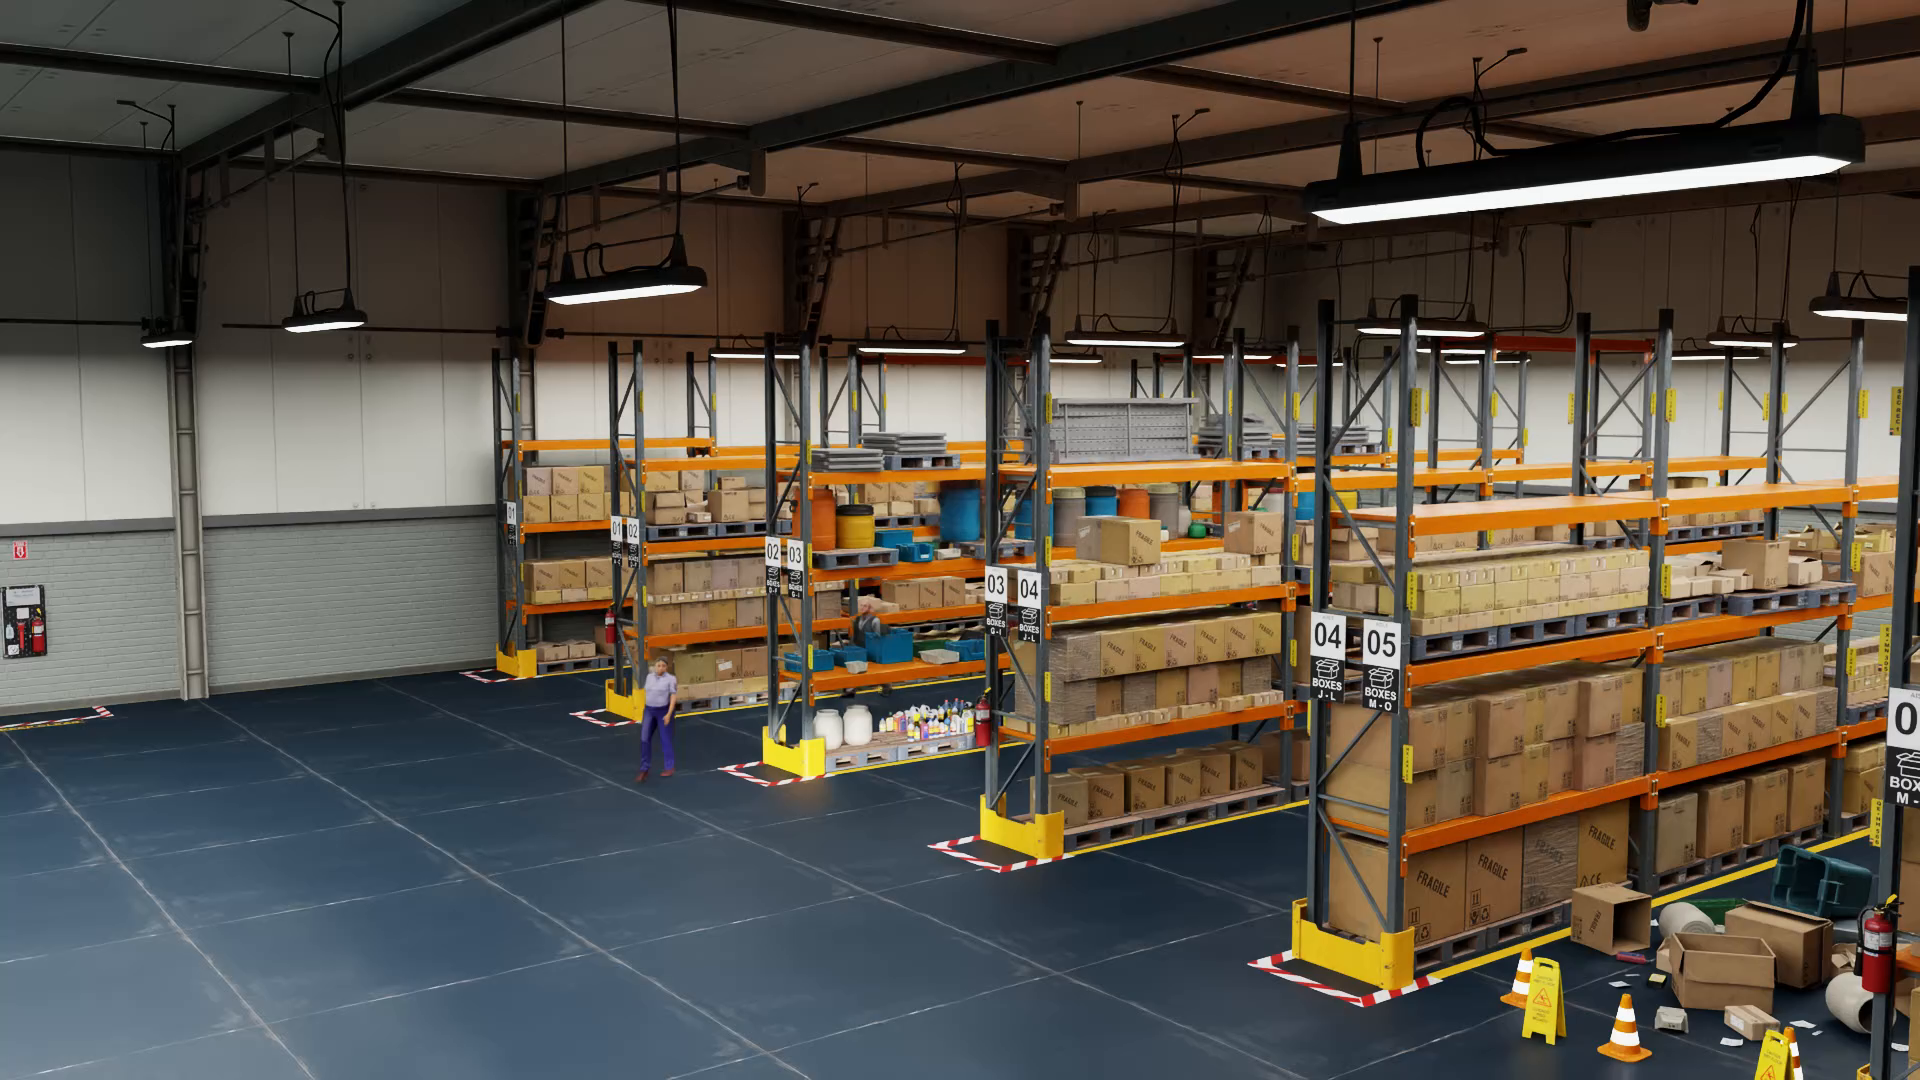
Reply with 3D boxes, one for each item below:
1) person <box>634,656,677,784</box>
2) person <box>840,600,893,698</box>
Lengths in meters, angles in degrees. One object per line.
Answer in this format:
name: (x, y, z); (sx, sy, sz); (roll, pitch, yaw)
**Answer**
person: (-4.076, 2.398, 22.324); (0.504, 1.666, 0.671); (1, 5, 10)
person: (-1.503, 1.776, 26.783); (0.619, 1.608, 1.031); (4, 6, 37)
